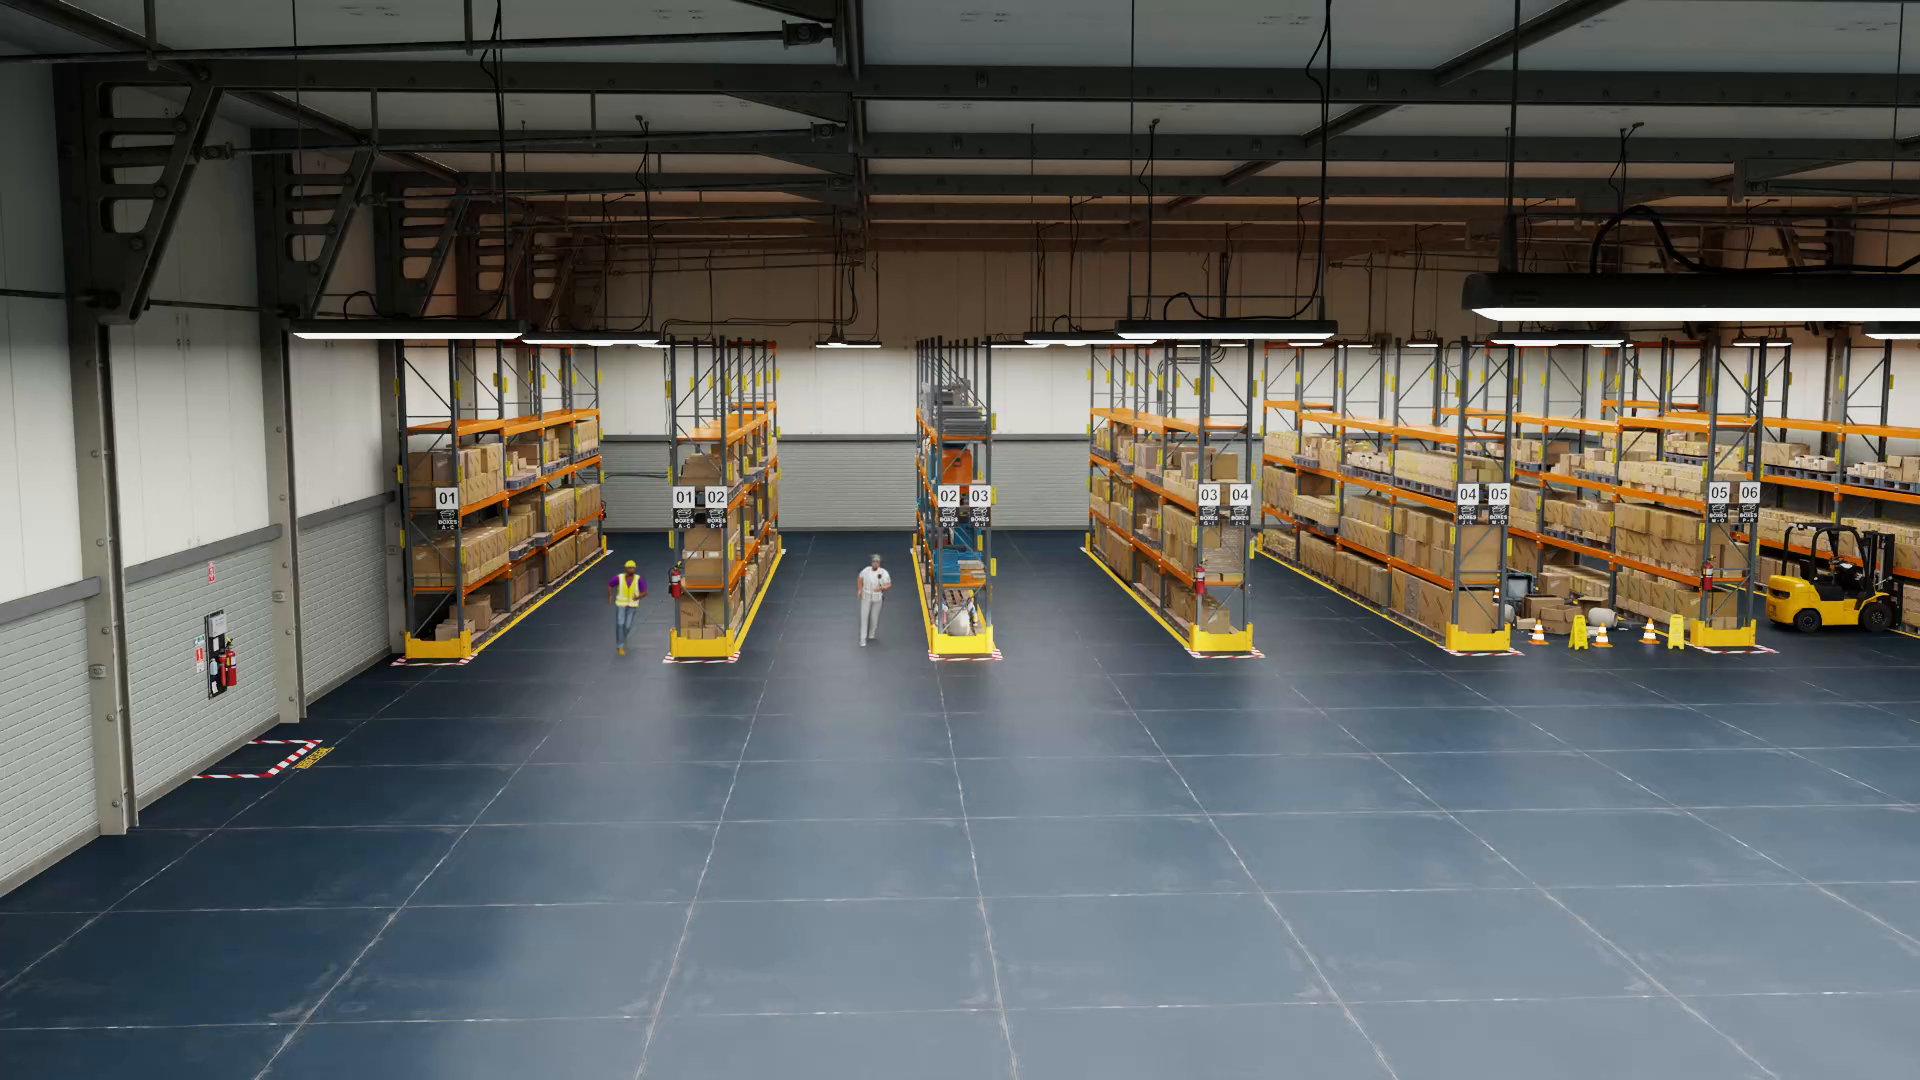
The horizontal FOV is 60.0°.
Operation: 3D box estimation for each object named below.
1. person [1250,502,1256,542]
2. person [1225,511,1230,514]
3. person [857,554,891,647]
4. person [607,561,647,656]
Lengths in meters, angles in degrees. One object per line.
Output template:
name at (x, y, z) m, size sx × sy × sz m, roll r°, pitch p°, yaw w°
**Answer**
person at (8.335, -0.657, 48.960) m, size 0.930 × 1.676 × 0.612 m, roll -3°, pitch 7°, yaw -23°
person at (7.860, -0.664, 48.716) m, size 0.547 × 1.713 × 0.763 m, roll -3°, pitch 7°, yaw -23°
person at (-1.692, 1.154, 32.602) m, size 0.689 × 1.778 × 0.937 m, roll 0°, pitch 7°, yaw 4°
person at (-6.337, 1.272, 31.694) m, size 0.733 × 1.783 × 0.905 m, roll -2°, pitch 7°, yaw -19°
